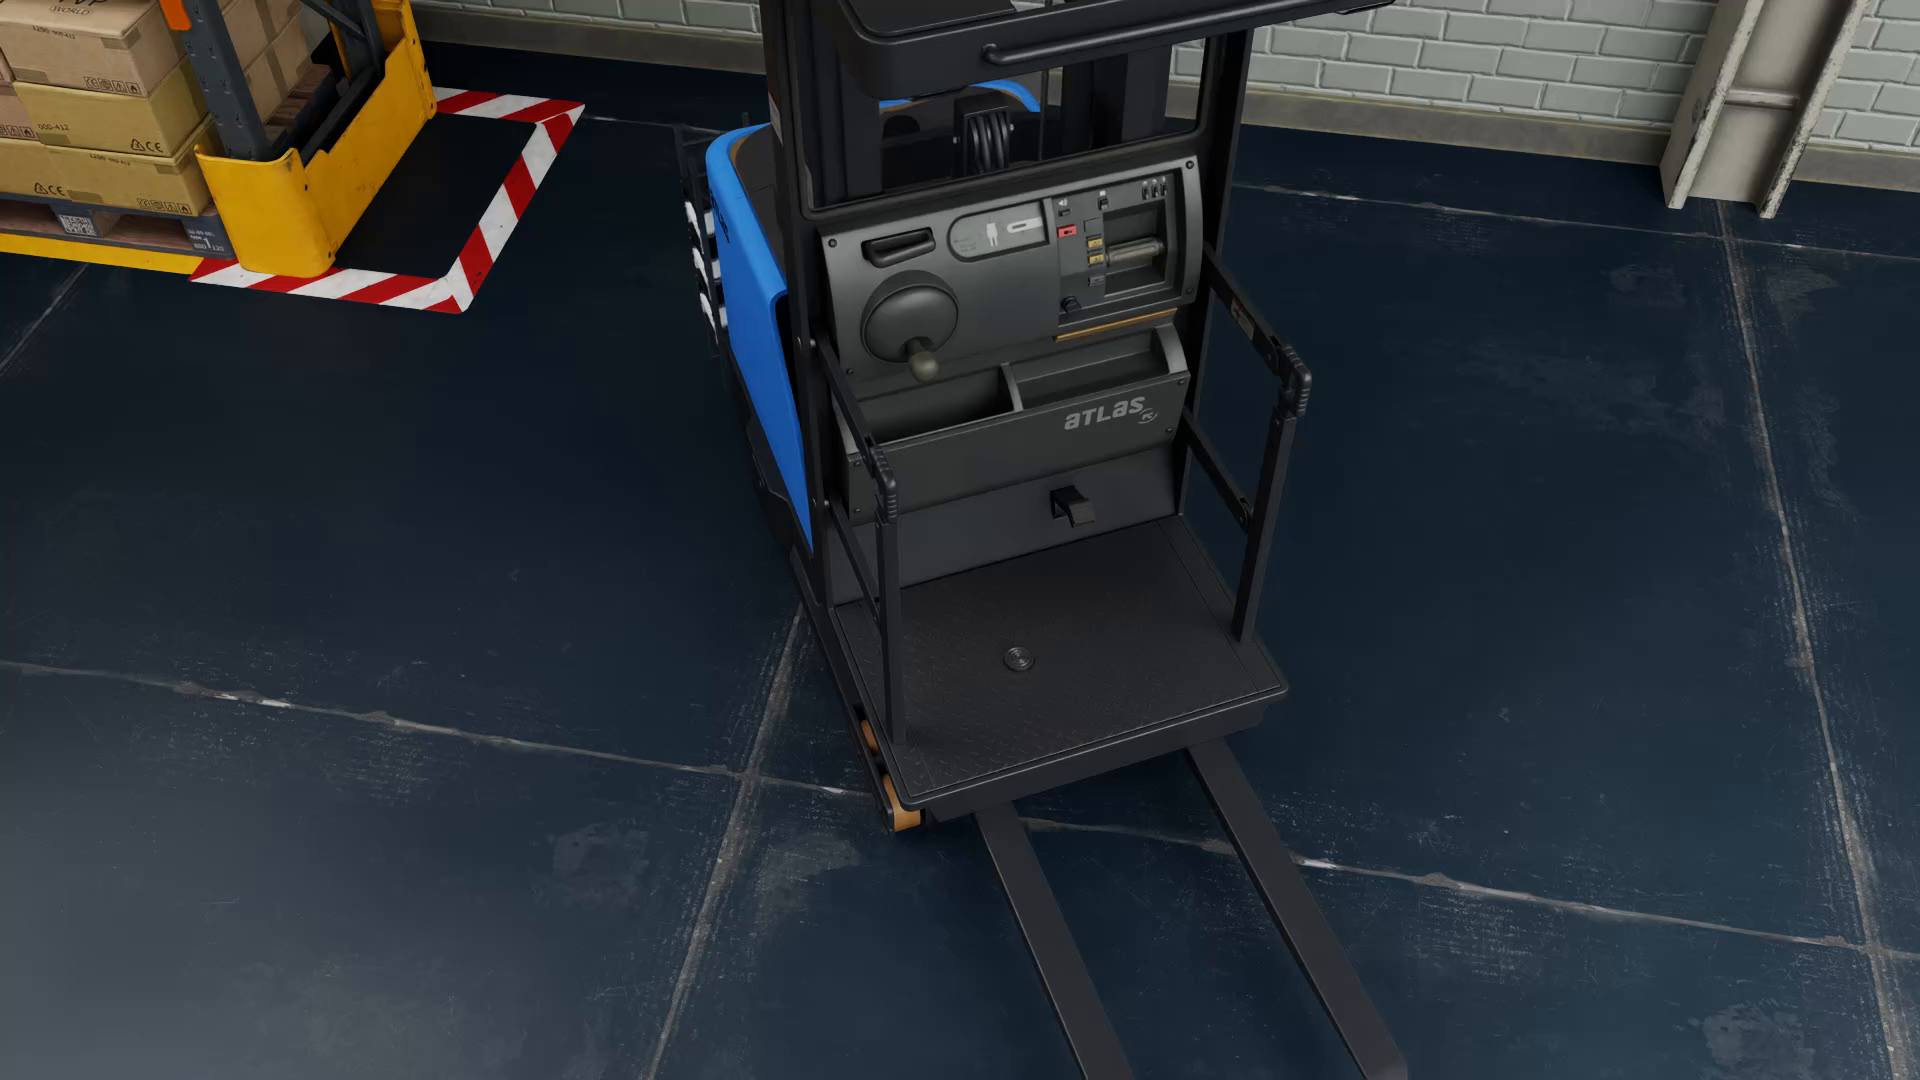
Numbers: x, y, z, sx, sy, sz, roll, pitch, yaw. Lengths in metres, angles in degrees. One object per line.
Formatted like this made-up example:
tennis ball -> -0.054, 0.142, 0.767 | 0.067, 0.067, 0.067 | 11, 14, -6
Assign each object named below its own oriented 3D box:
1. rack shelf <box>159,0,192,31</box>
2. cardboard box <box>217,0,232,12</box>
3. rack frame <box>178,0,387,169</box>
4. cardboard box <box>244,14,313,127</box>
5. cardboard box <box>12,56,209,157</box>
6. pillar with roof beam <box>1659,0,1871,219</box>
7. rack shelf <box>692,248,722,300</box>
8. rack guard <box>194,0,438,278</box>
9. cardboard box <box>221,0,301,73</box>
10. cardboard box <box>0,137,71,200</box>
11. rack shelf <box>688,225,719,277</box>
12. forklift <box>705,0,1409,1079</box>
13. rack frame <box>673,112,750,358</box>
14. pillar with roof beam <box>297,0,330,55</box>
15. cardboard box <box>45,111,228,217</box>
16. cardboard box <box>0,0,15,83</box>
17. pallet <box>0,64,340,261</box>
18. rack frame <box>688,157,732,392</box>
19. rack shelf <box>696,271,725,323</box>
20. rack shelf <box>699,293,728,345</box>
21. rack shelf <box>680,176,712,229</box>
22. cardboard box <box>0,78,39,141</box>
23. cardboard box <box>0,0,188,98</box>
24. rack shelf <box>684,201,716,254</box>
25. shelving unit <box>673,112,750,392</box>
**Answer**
rack shelf -> -4.405, -2.435, 5.905 | 4.000, 0.370, 1.077 | 8, 49, 7
cardboard box -> -2.876, -2.169, 6.076 | 0.500, 0.250, 0.500 | 7, 48, 6
rack frame -> -2.437, -2.411, 5.400 | 0.127, 3.000, 1.000 | 8, 49, 7
cardboard box -> -2.885, -1.841, 6.454 | 0.500, 0.250, 0.500 | 8, 49, 7
cardboard box -> -2.971, -1.635, 5.933 | 0.500, 0.250, 0.500 | 7, 48, 6
pillar with roof beam -> 2.177, -1.223, 0.299 | 0.400, 9.000, 9.100 | 8, 49, 7
rack shelf -> -0.734, -0.905, 5.492 | 0.258, 0.077, 0.200 | -15, 45, -13
rack guard -> -2.413, -1.573, 6.327 | 0.348, 0.500, 1.175 | 8, 49, 7
cardboard box -> -2.862, -2.014, 6.273 | 0.500, 0.250, 0.500 | 8, 49, 8
cardboard box -> -3.443, -1.536, 6.180 | 0.500, 0.250, 0.500 | 8, 49, 7
rack shelf -> -0.737, -0.970, 5.430 | 0.258, 0.077, 0.200 | -15, 45, -13
forklift -> 0.210, -0.542, 3.766 | 1.130, 2.935, 3.031 | -15, 50, -13
rack frame -> -0.770, -0.994, 5.539 | 0.240, 0.900, 0.006 | -15, 45, -13
pillar with roof beam -> -3.727, -2.017, 1.013 | 0.400, 9.000, 9.100 | 8, 49, 7
cardboard box -> -2.955, -1.464, 6.115 | 0.500, 0.250, 0.500 | 8, 49, 7
cardboard box -> -3.449, -1.863, 5.801 | 0.500, 0.250, 0.500 | 8, 49, 8
pallet -> -3.197, -1.550, 6.501 | 1.213, 0.211, 1.003 | 8, 49, 7
rack frame -> -0.701, -0.864, 5.399 | 0.240, 0.900, 0.006 | -15, 45, -13
rack shelf -> -0.732, -0.840, 5.554 | 0.258, 0.077, 0.200 | -15, 45, -13
rack shelf -> -0.729, -0.774, 5.616 | 0.258, 0.077, 0.200 | -15, 45, -13
rack shelf -> -0.742, -1.101, 5.307 | 0.258, 0.077, 0.200 | -15, 45, -13
cardboard box -> -3.463, -1.709, 6.000 | 0.500, 0.250, 0.500 | 7, 48, 6
cardboard box -> -2.945, -1.799, 5.744 | 0.500, 0.250, 0.500 | 9, 49, 8
rack shelf -> -0.740, -1.035, 5.369 | 0.258, 0.077, 0.200 | -15, 45, -13
shelving unit -> -0.735, -0.929, 5.469 | 0.258, 0.900, 0.210 | -15, 45, -13
